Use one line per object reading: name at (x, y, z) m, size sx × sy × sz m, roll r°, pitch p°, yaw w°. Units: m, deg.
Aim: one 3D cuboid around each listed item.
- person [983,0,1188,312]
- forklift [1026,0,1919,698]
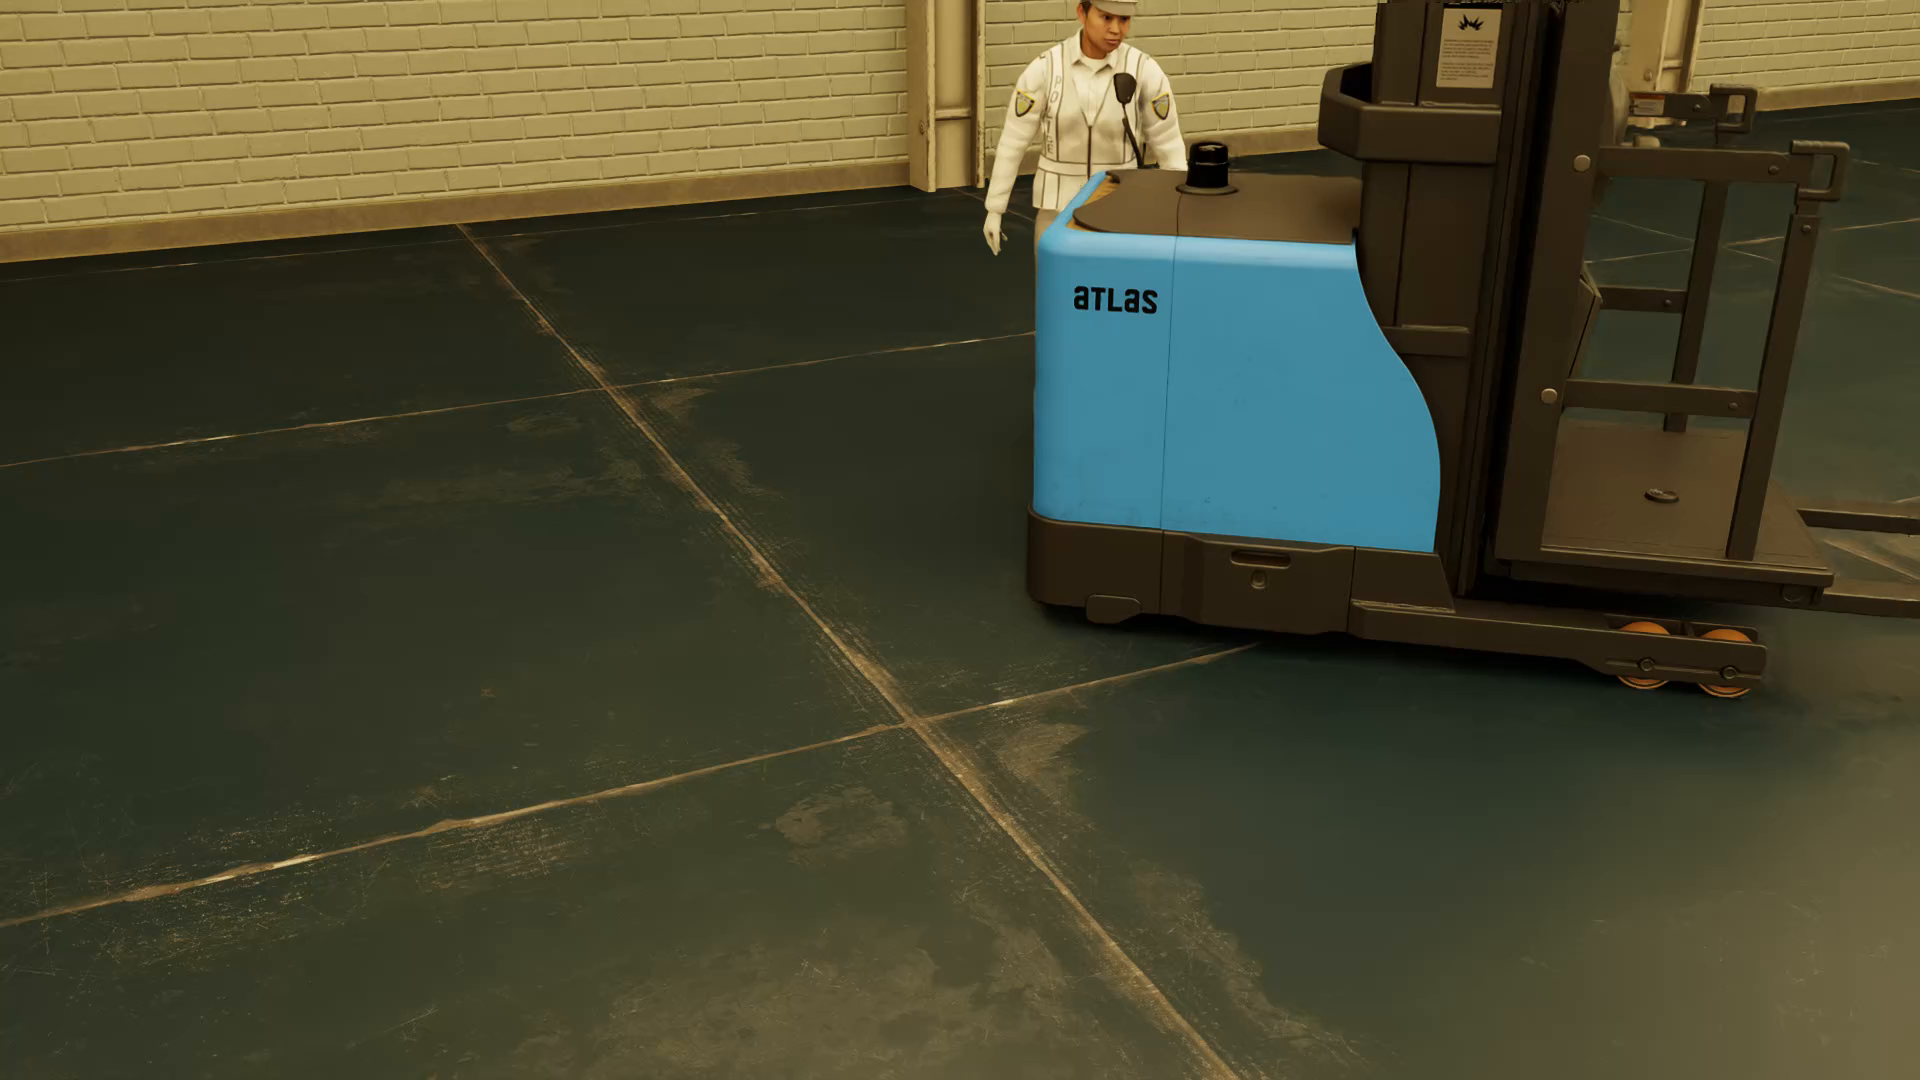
person at (0.469, -1.057, 5.535) m, size 0.788 × 1.639 × 0.382 m, roll 1°, pitch 23°, yaw 2°
forklift at (1.756, -1.184, 4.137) m, size 3.031 × 2.935 × 1.130 m, roll 5°, pitch 23°, yaw 12°
